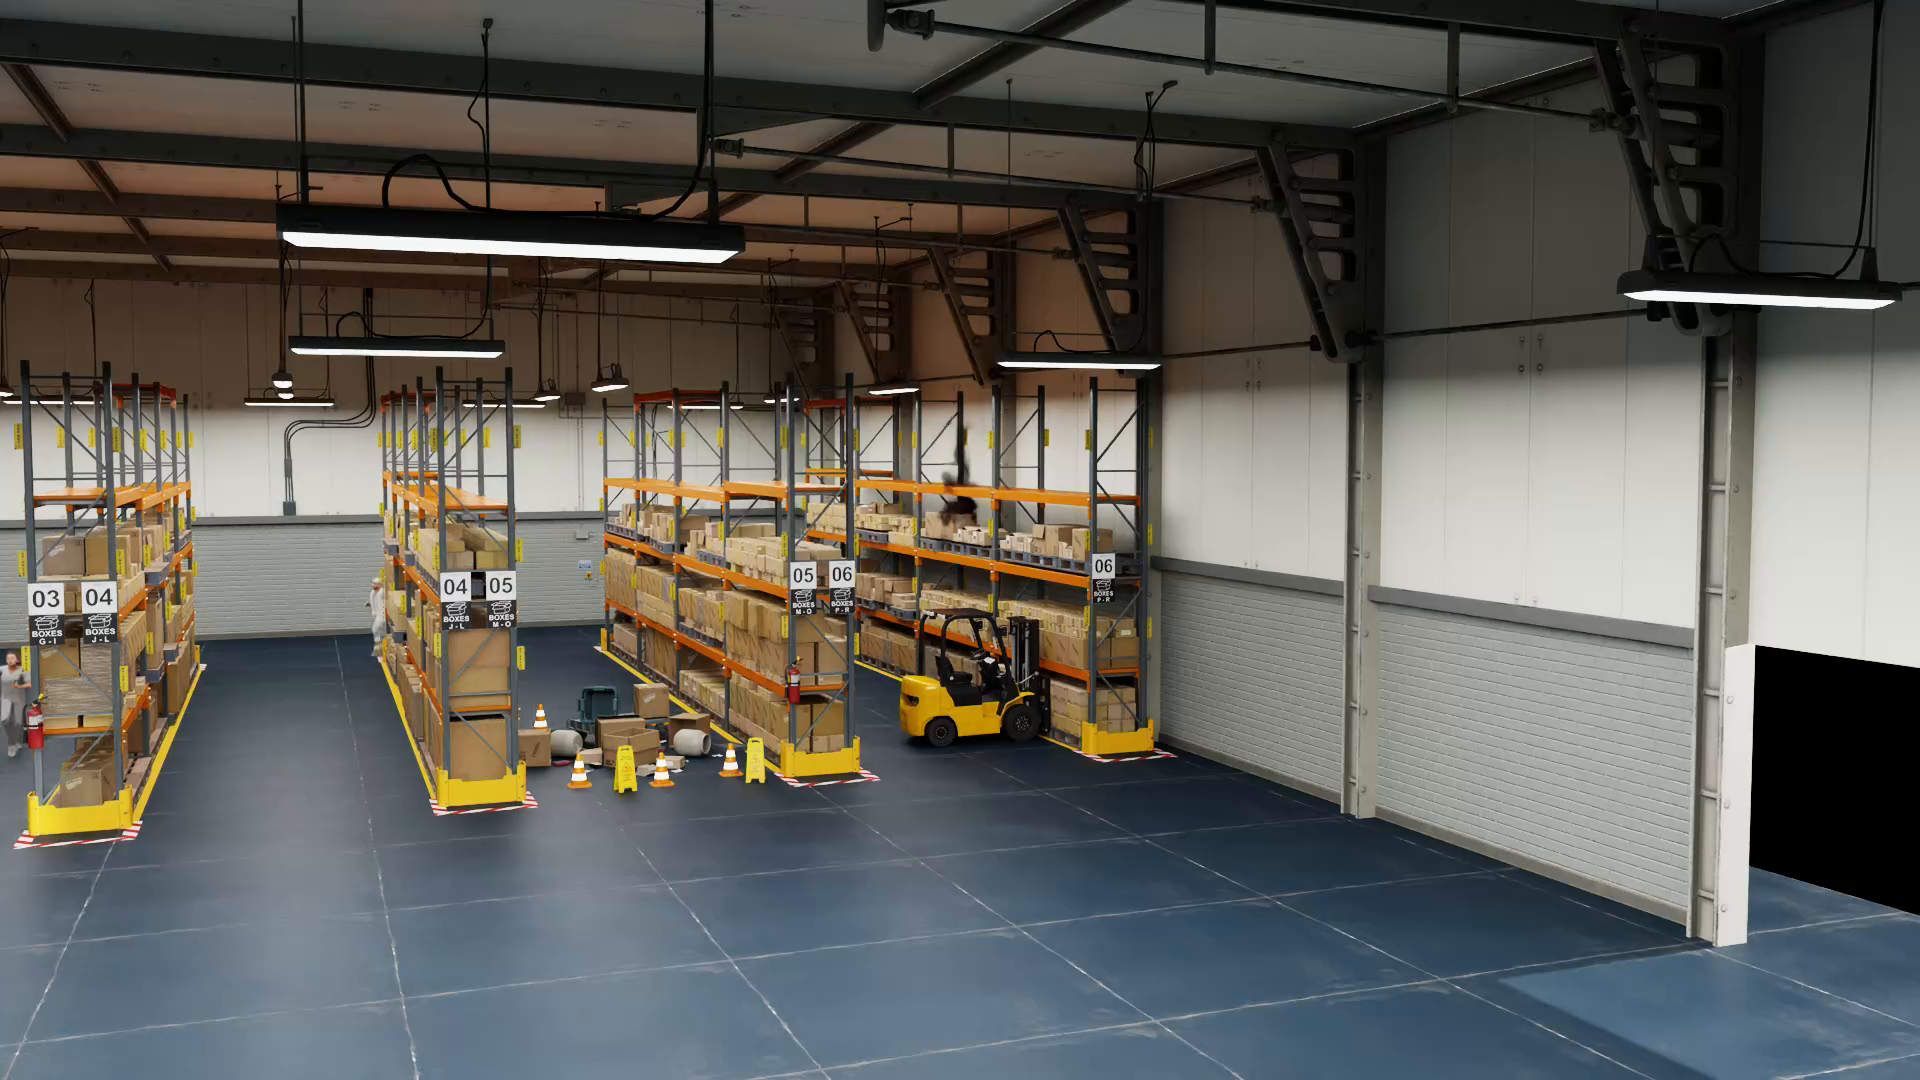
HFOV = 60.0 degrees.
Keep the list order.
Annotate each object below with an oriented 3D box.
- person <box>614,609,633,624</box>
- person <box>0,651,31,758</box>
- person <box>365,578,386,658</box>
[{"bbox_3d":[-8.210,1.681,40.752,0.846,1.847,0.684,-1,4,-21],"label":"person"},{"bbox_3d":[-15.041,2.583,26.416,0.589,1.674,0.815,-1,4,-20],"label":"person"},{"bbox_3d":[-13.413,1.778,38.591,0.700,1.829,0.835,2,4,33],"label":"person"}]
